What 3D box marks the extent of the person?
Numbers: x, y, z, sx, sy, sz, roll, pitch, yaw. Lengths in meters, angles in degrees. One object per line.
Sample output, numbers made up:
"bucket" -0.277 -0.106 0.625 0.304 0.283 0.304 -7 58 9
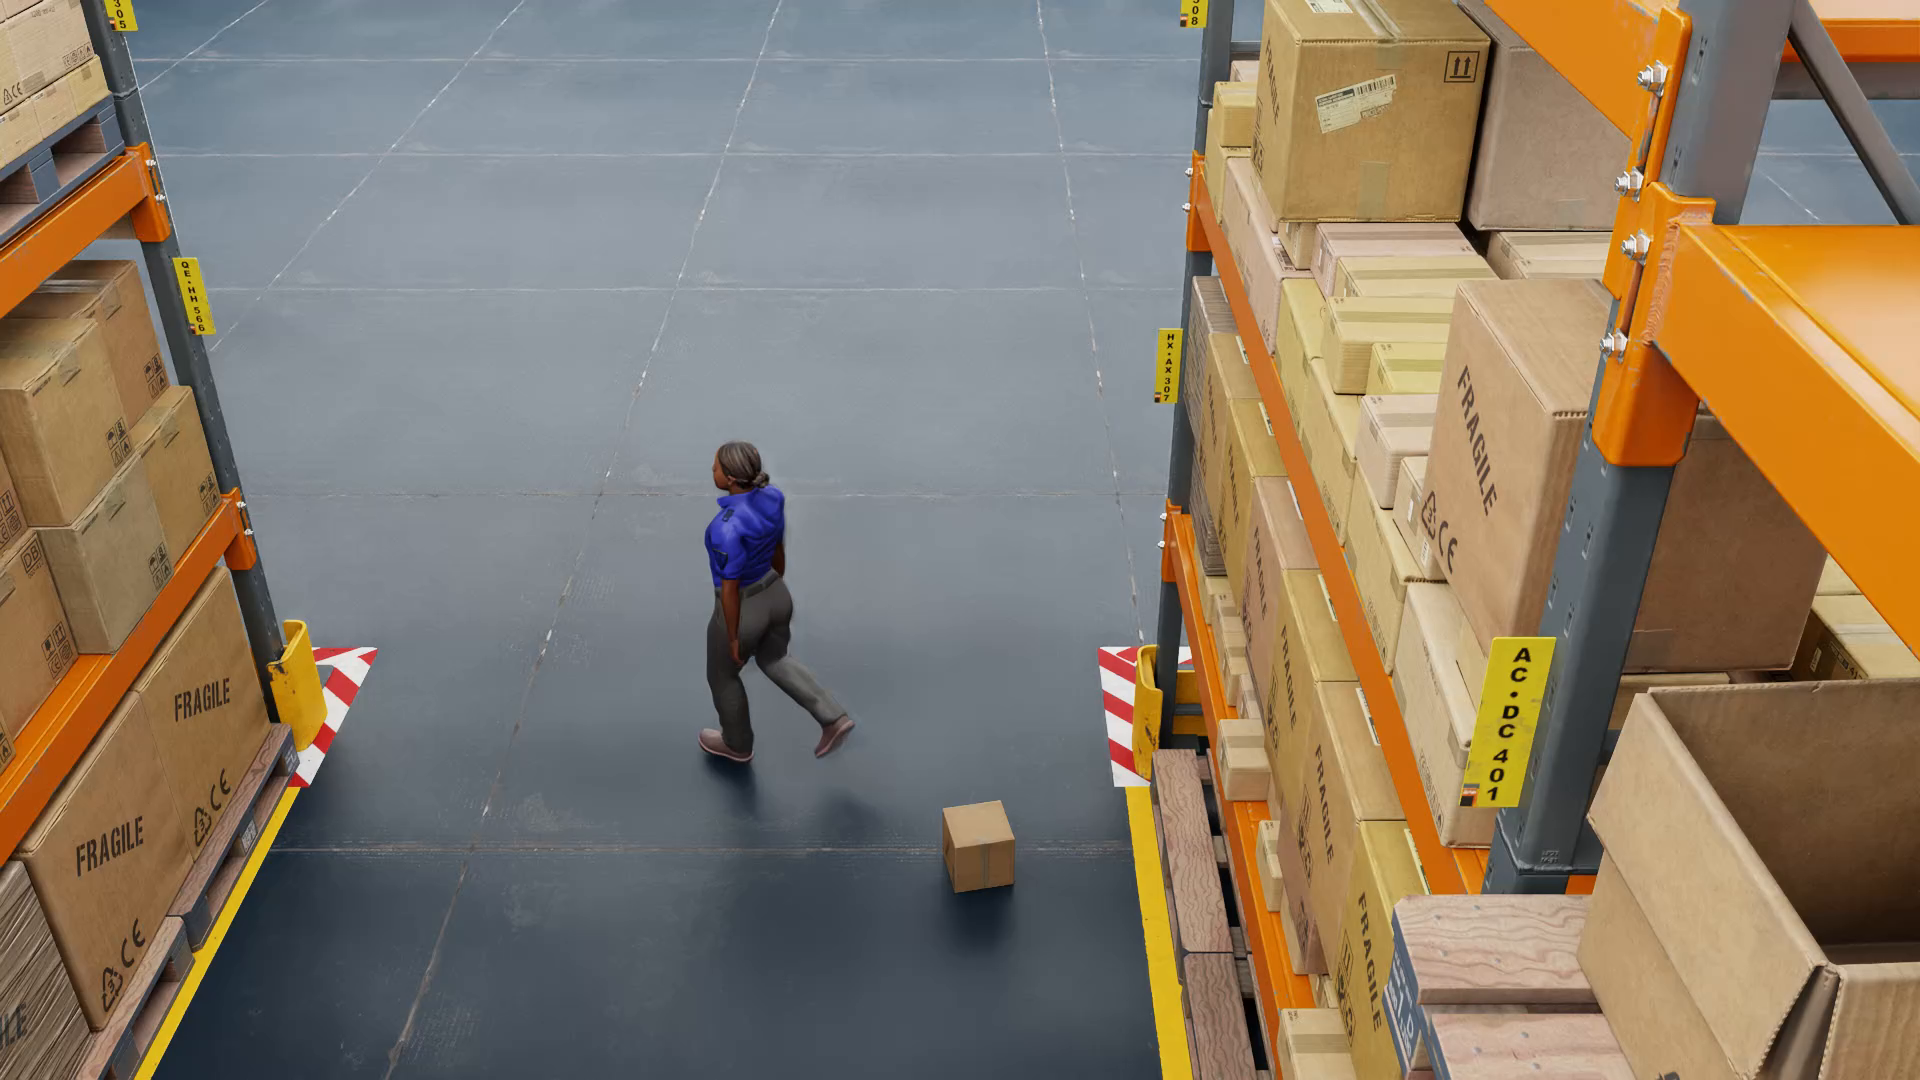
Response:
"person" -0.847 0.307 7.114 0.753 1.626 0.448 18 36 27
